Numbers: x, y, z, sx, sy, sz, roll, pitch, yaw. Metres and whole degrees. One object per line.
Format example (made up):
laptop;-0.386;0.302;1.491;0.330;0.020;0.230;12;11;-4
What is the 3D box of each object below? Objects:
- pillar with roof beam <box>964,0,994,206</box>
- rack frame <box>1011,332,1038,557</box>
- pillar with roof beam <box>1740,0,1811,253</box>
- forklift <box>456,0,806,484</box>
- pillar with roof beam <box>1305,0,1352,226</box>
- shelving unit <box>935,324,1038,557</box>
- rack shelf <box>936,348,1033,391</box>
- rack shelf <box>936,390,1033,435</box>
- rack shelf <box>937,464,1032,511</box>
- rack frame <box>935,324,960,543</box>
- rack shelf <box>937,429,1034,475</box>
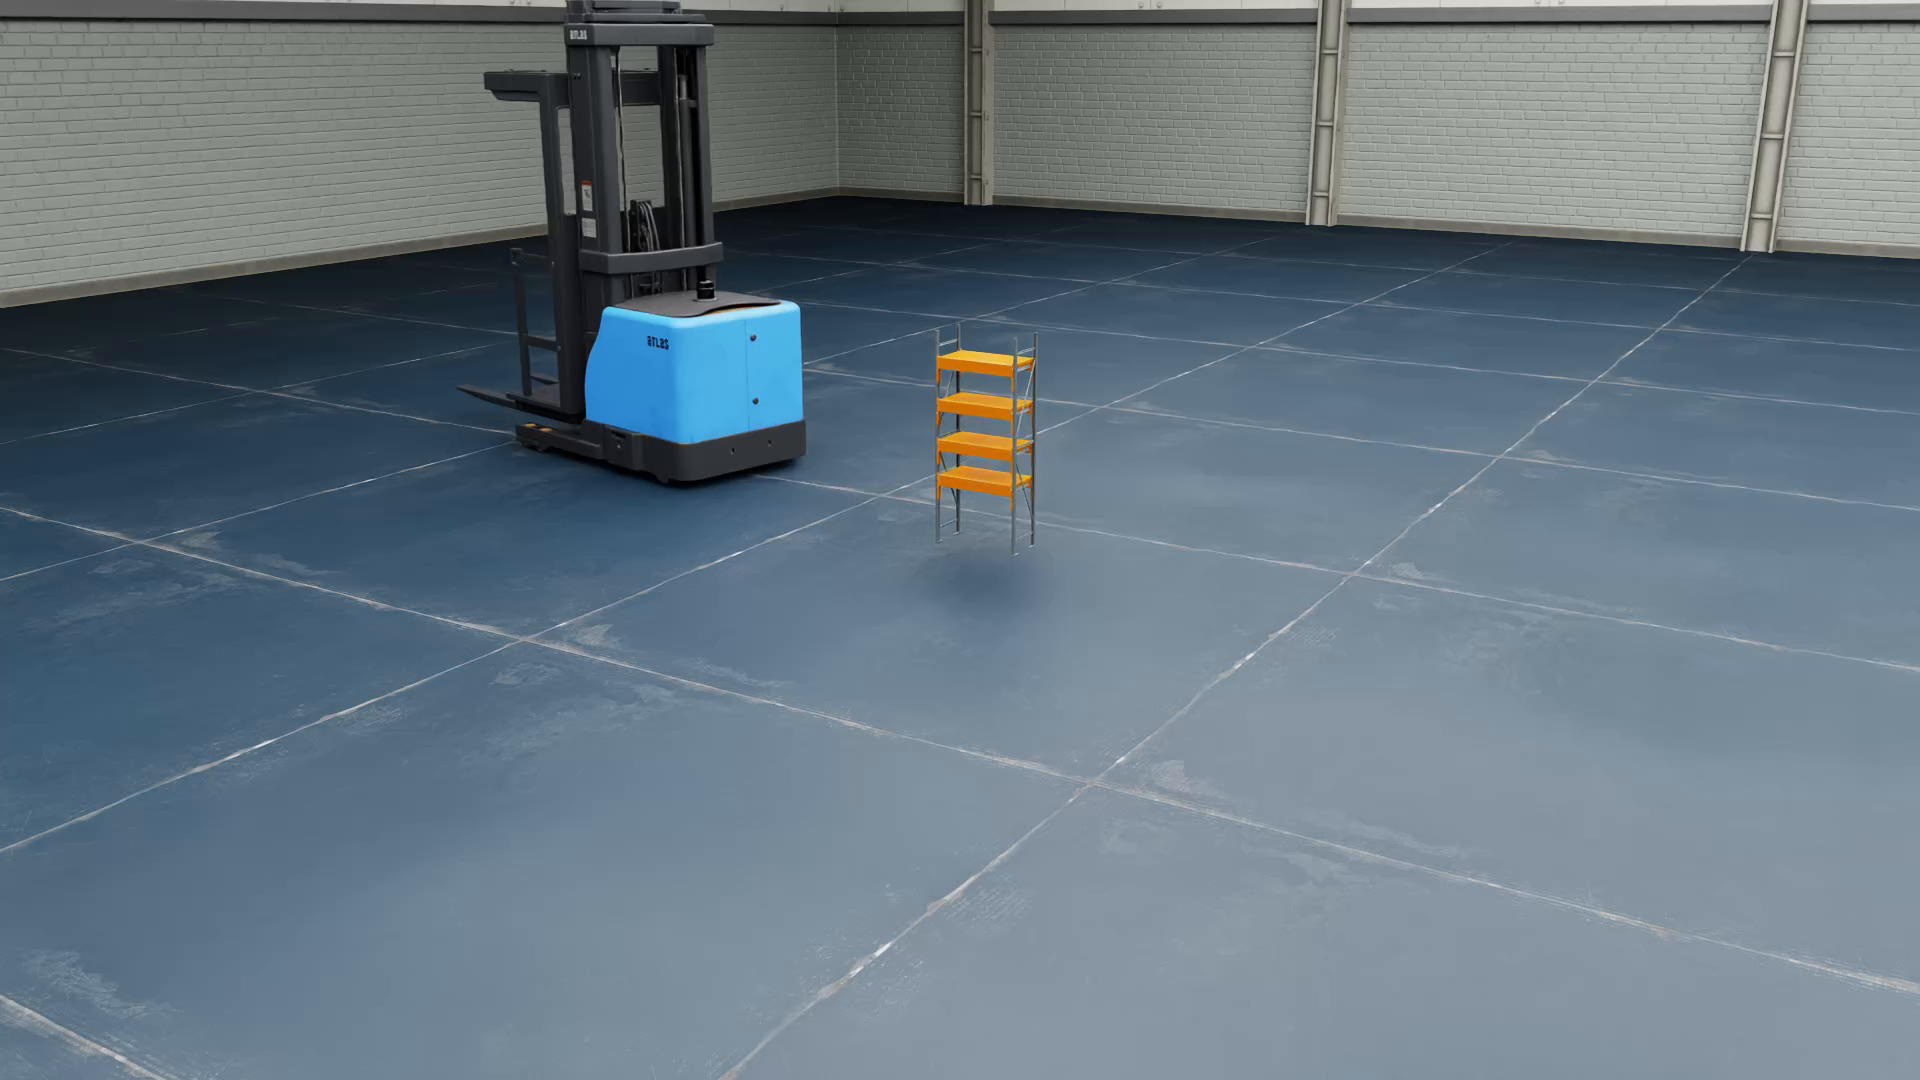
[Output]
pillar with roof beam;-1.938;-8.890;23.164;0.400;9.000;9.100;10;20;30
rack frame;0.349;-0.512;9.002;0.015;1.200;0.240;10;20;30
pillar with roof beam;8.287;-7.064;17.155;0.400;9.000;9.100;10;20;30
forklift;-2.431;-2.099;11.248;3.031;2.935;1.130;15;23;41
pillar with roof beam;3.174;-7.977;20.159;0.400;9.000;9.100;10;20;30
shelving unit;0.141;-0.549;9.124;0.503;1.200;0.258;10;20;30
rack shelf;0.141;-0.925;9.010;0.480;0.148;0.258;10;20;30
rack shelf;0.141;-0.699;9.078;0.480;0.148;0.258;10;20;30
rack shelf;0.141;-0.295;9.201;0.480;0.148;0.258;10;20;30
rack frame;-0.067;-0.586;9.246;0.015;1.200;0.240;10;20;30
rack shelf;0.141;-0.485;9.143;0.480;0.148;0.258;10;20;30
